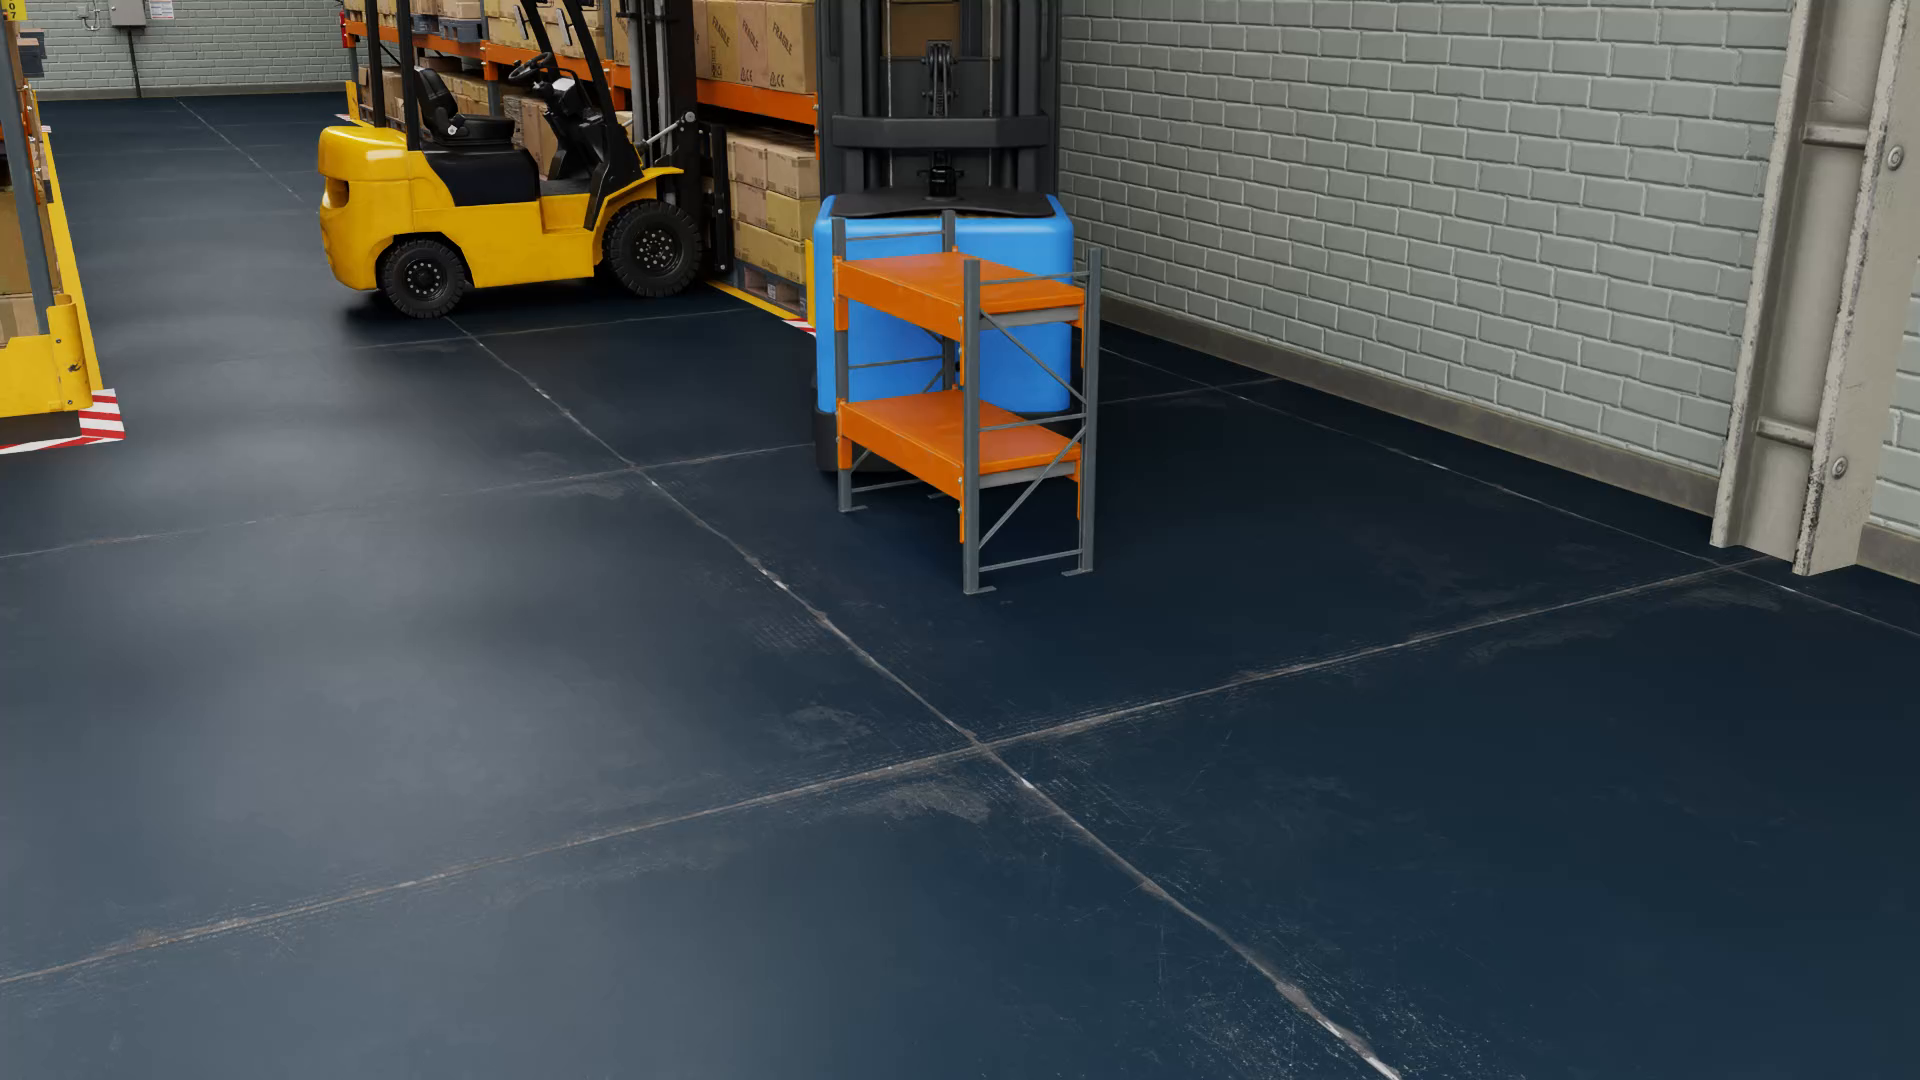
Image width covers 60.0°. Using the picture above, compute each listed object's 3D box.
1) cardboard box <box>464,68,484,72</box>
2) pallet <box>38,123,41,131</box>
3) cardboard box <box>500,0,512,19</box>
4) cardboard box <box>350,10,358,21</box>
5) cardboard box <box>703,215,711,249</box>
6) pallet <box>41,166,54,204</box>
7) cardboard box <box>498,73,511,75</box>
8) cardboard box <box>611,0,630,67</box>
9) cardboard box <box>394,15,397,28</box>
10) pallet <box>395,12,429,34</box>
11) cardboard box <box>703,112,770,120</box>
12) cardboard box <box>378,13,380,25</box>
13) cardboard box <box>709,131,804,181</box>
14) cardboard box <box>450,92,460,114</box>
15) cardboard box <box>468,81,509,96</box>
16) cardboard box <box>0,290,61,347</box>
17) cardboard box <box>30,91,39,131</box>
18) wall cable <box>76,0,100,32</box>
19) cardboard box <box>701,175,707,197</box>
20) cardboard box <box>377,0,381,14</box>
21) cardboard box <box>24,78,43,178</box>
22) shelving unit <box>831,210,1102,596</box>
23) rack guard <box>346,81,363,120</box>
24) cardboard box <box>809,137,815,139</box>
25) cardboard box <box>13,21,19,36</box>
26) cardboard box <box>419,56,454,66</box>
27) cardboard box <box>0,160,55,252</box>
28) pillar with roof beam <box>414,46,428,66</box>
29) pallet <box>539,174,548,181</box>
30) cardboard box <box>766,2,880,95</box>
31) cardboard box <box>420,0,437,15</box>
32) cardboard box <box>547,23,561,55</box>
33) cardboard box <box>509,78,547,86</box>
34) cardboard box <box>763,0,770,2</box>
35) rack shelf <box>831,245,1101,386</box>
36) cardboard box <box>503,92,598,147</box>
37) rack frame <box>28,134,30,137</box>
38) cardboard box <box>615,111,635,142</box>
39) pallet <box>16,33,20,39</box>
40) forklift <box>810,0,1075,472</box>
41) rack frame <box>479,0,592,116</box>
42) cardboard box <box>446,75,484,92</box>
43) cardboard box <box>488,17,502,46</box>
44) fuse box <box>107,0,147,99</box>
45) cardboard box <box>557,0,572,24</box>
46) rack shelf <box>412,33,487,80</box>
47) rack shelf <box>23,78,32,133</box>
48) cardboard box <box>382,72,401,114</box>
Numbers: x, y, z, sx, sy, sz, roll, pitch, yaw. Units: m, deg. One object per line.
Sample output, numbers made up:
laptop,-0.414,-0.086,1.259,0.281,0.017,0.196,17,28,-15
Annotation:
cardboard box,-5.610,-5.463,19.558,0.380,0.149,0.250,-11,22,-29
pallet,-11.280,-4.693,19.408,1.003,0.211,1.213,-10,21,-27
cardboard box,-3.906,-4.908,15.220,0.500,0.250,0.500,-9,21,-25
cardboard box,-8.023,-7.093,22.473,0.380,0.149,0.250,-10,21,-27
cardboard box,-1.565,-2.175,11.407,0.500,0.250,0.500,-9,21,-25
pallet,-8.813,-3.202,15.086,1.003,0.211,1.213,-10,21,-27
cardboard box,-5.129,-5.163,18.688,0.380,0.149,0.250,-9,21,-25
cardboard box,-2.258,-3.783,12.343,0.500,0.500,0.500,-11,22,-28
cardboard box,-6.555,-6.205,19.901,0.380,0.149,0.250,-9,21,-25
pallet,-5.755,-5.863,18.818,1.003,0.211,1.213,-10,21,-27
cardboard box,-1.582,-3.021,12.325,0.500,0.250,0.500,-10,22,-27
cardboard box,-7.129,-6.579,20.985,0.380,0.149,0.250,-10,21,-27
cardboard box,-1.329,-2.500,10.815,0.500,0.250,0.500,-10,21,-26
cardboard box,-5.271,-4.598,18.047,0.500,0.500,0.500,-11,22,-29
cardboard box,-4.925,-4.717,17.396,0.380,0.149,0.250,-9,21,-25
cardboard box,-4.846,-1.158,8.462,0.500,0.250,0.500,-10,21,-27
cardboard box,-11.034,-4.871,18.934,0.875,0.438,0.875,-11,22,-28
wall cable,-13.760,-8.897,25.758,0.588,1.984,0.122,-10,21,-27
cardboard box,-1.573,-2.416,11.341,0.500,0.250,0.500,-10,21,-27
cardboard box,-6.971,-6.665,20.622,0.500,0.250,0.500,-10,21,-27
cardboard box,-8.760,-3.687,14.832,0.875,0.875,0.875,-10,22,-27
shelving unit,-0.003,-0.534,5.954,0.538,1.125,1.048,-10,21,-27
rack guard,-7.902,-6.145,23.173,1.175,0.500,0.348,-10,21,-27
cardboard box,-0.642,-2.437,10.634,0.500,0.250,0.500,-10,21,-27
cardboard box,-7.185,-3.799,12.285,0.380,0.149,0.250,-9,21,-25
cardboard box,-6.049,-5.529,19.295,0.380,0.149,0.250,-10,22,-28
cardboard box,-5.341,-1.814,9.213,0.500,0.500,0.500,-10,21,-26
pillar with roof beam,-12.213,-10.431,22.565,9.100,9.000,0.400,-10,21,-27
pallet,-3.207,-3.142,14.912,1.003,0.211,1.213,-10,21,-27
cardboard box,-0.805,-2.903,9.793,0.500,0.500,0.500,-11,22,-28
cardboard box,-5.387,-5.898,17.829,0.700,0.500,0.500,-10,21,-27
cardboard box,-3.161,-4.228,14.014,0.500,0.250,0.500,-10,21,-26
cardboard box,-4.617,-4.873,17.848,0.380,0.149,0.250,-10,22,-28
cardboard box,-0.968,-3.318,10.001,0.380,0.149,0.250,-10,21,-26
rack shelf,-0.003,-0.810,5.858,0.538,0.278,1.000,-10,21,-27
cardboard box,-3.855,-3.947,15.967,0.875,0.625,0.625,-9,21,-25
rack frame,-6.606,-3.134,10.614,1.000,3.000,0.127,-10,21,-27
cardboard box,-2.286,-3.087,12.519,0.500,0.250,0.500,-10,22,-27
pallet,-7.529,-3.629,12.345,1.003,0.211,1.213,-10,21,-27
forklift,-0.101,-2.088,7.689,1.130,2.935,3.031,-1,19,-1
rack frame,-4.139,-5.052,16.173,1.000,3.000,0.127,-10,21,-27
cardboard box,-5.427,-5.014,18.258,0.380,0.149,0.250,-9,21,-25
cardboard box,-4.143,-4.816,15.719,0.500,0.250,0.500,-10,21,-26
fuse box,-13.084,-7.868,26.310,0.539,1.711,0.414,-10,21,-27
cardboard box,-2.948,-4.317,13.507,0.500,0.250,0.500,-11,22,-28
rack shelf,-5.089,-5.286,17.954,1.077,0.370,4.000,-10,21,-27
rack shelf,-7.556,-3.368,12.395,1.077,0.370,4.000,-10,21,-27
cardboard box,-7.196,-5.756,21.403,0.500,0.500,0.500,-10,21,-26
